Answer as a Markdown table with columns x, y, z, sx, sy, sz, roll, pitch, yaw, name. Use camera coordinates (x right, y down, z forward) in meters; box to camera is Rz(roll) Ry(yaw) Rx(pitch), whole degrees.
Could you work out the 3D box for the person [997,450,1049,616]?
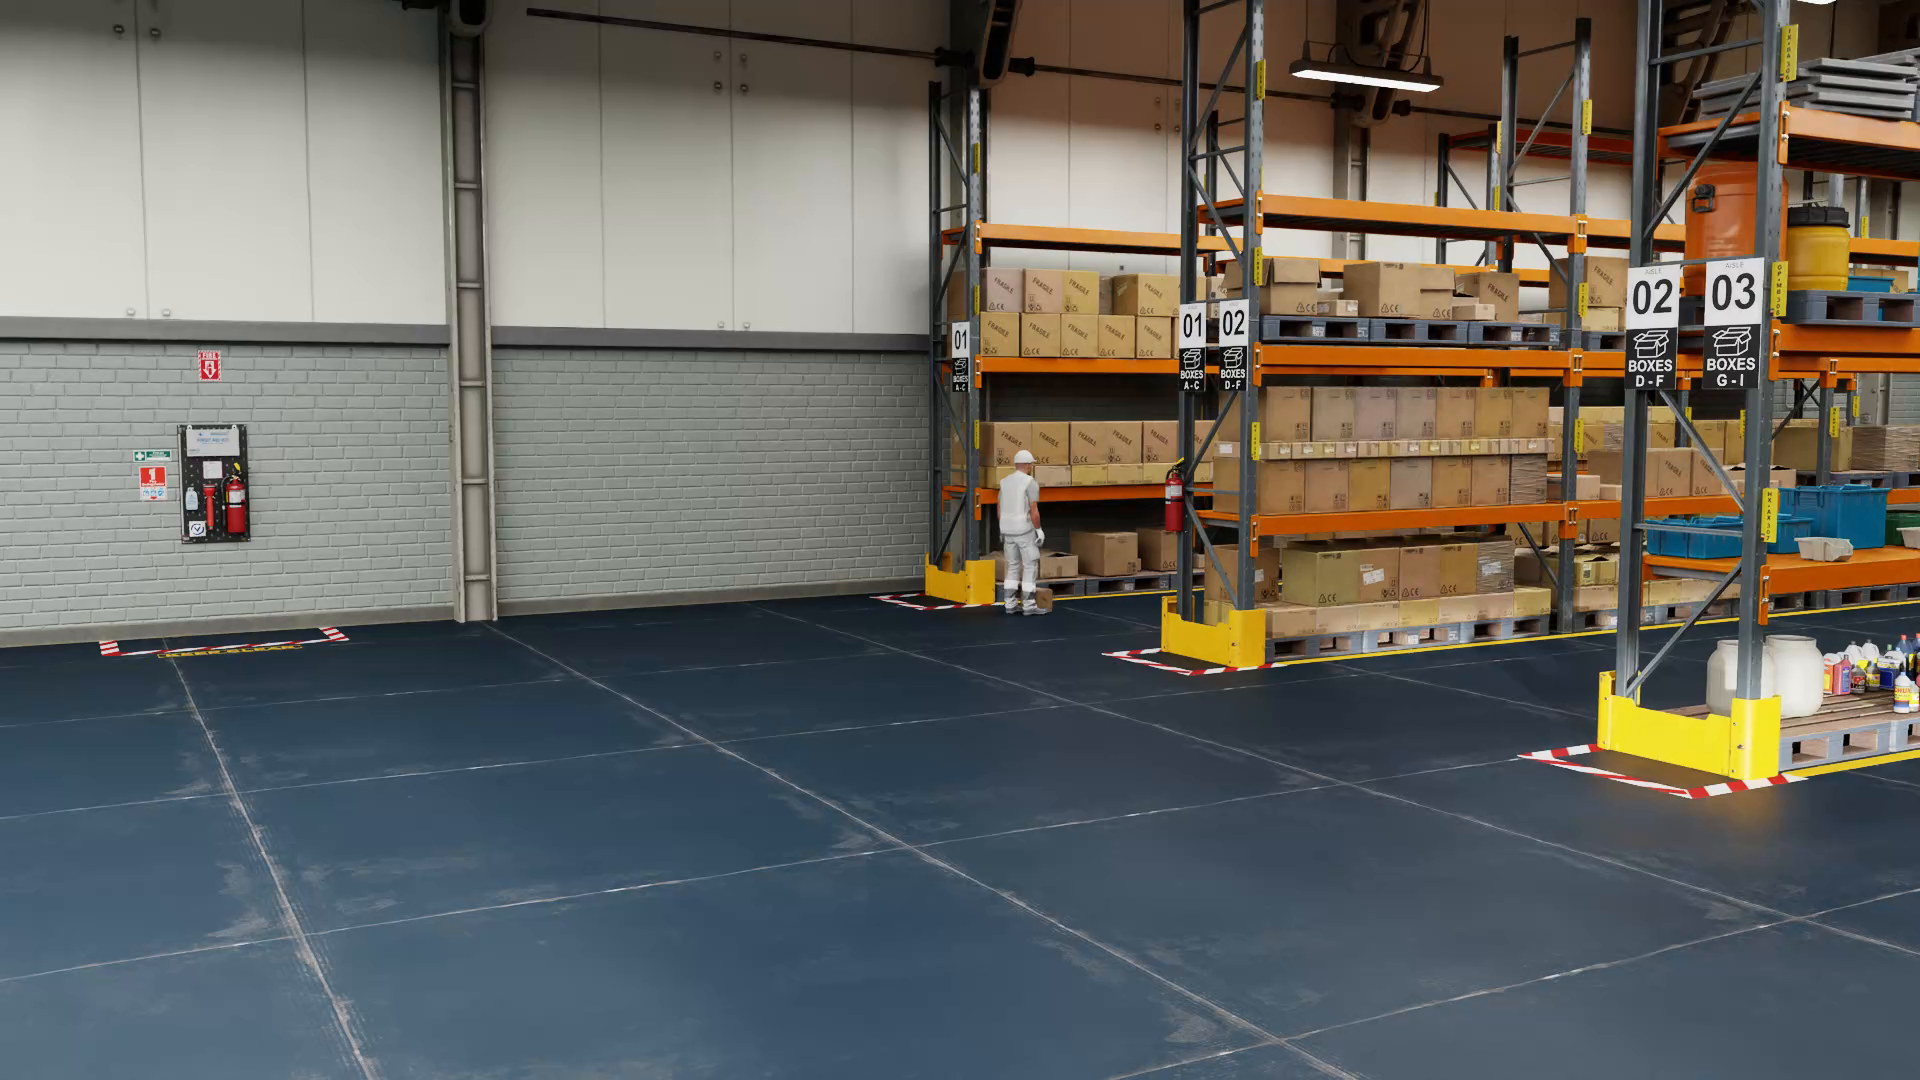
| x | y | z | sx | sy | sz | roll | pitch | yaw | name |
| --- | --- | --- | --- | --- | --- | --- | --- | --- | --- |
| 0.668 | -0.083 | 18.068 | 0.453 | 1.777 | 0.608 | -5 | 7 | -45 | person |
